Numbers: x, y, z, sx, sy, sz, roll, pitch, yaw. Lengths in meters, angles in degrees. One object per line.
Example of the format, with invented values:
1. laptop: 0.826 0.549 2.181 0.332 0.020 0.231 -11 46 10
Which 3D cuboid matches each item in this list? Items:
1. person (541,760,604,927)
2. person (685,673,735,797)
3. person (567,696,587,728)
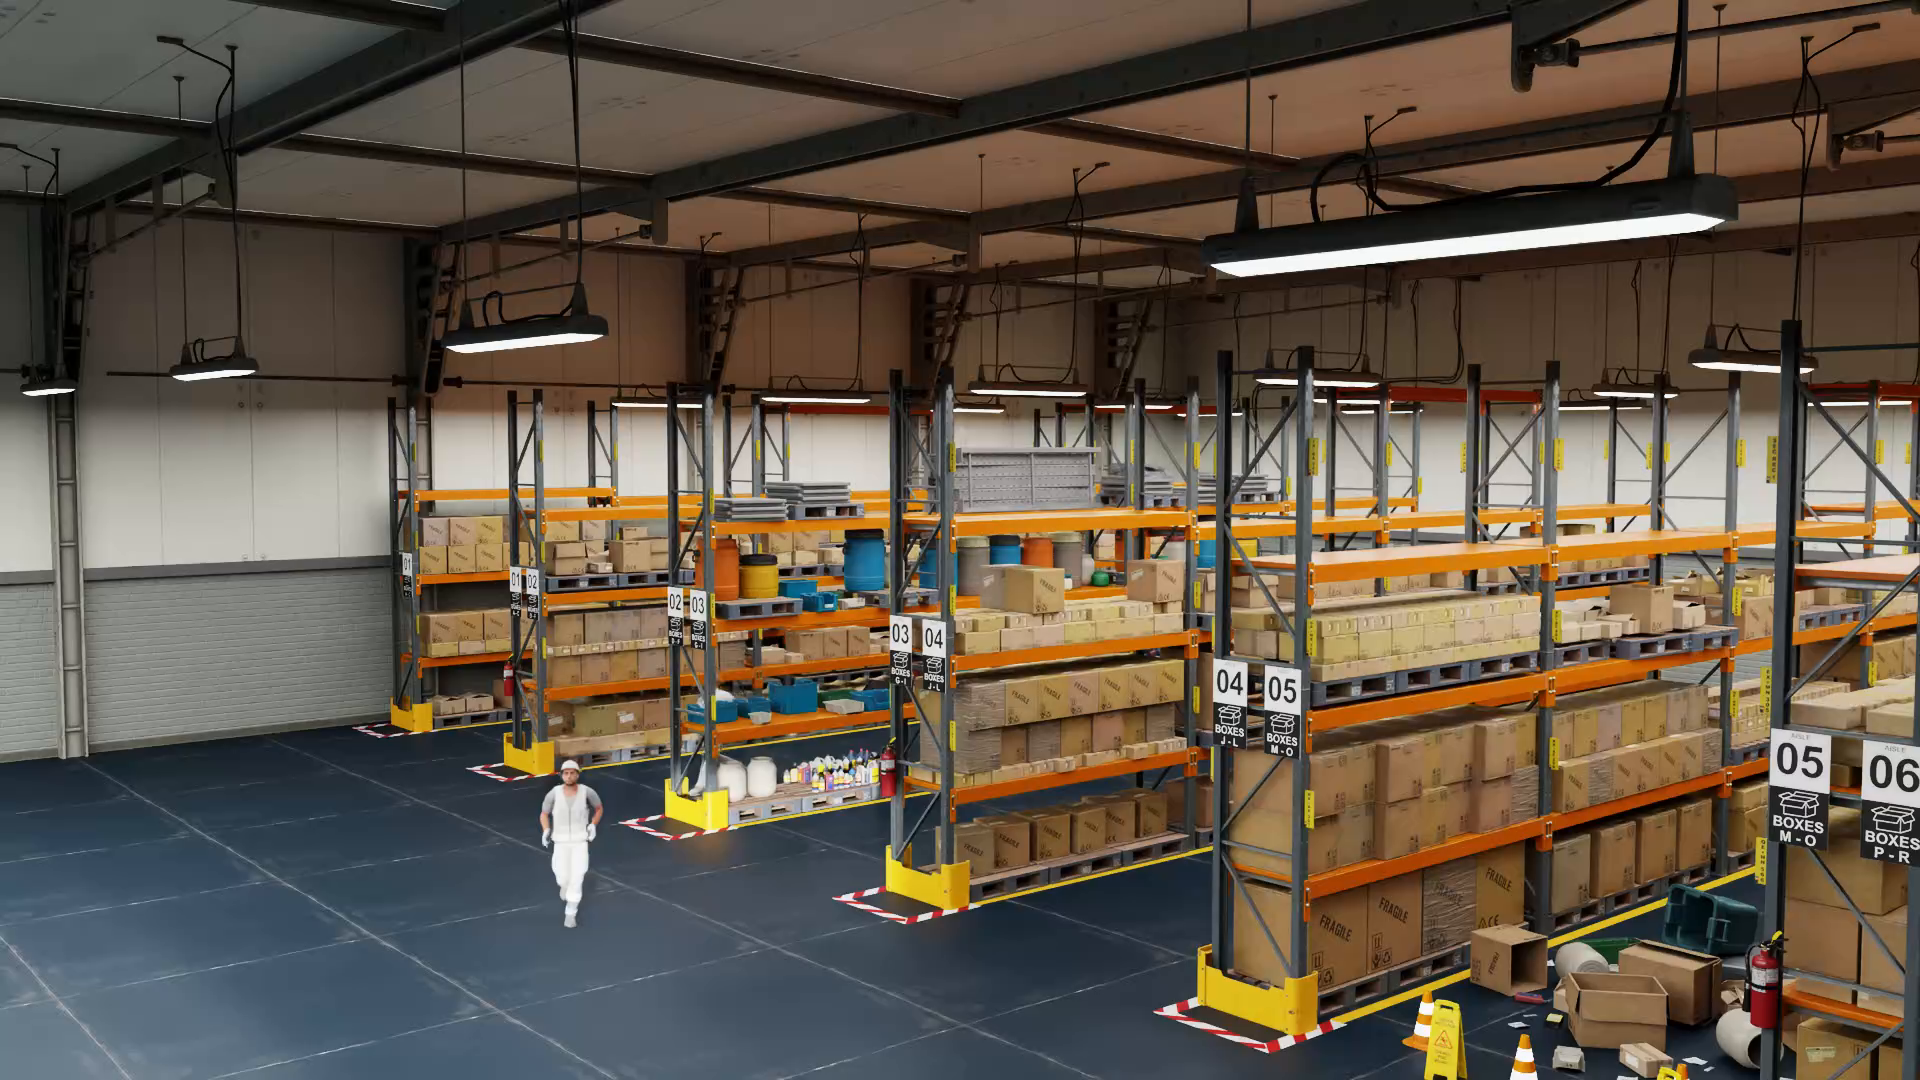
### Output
1. person: -4.200 3.250 18.013 0.664 1.751 0.707 -1 3 -10
2. person: -3.643 2.838 24.544 0.718 1.764 1.024 3 4 40
3. person: -6.566 2.660 28.870 0.575 1.662 0.589 3 5 43
